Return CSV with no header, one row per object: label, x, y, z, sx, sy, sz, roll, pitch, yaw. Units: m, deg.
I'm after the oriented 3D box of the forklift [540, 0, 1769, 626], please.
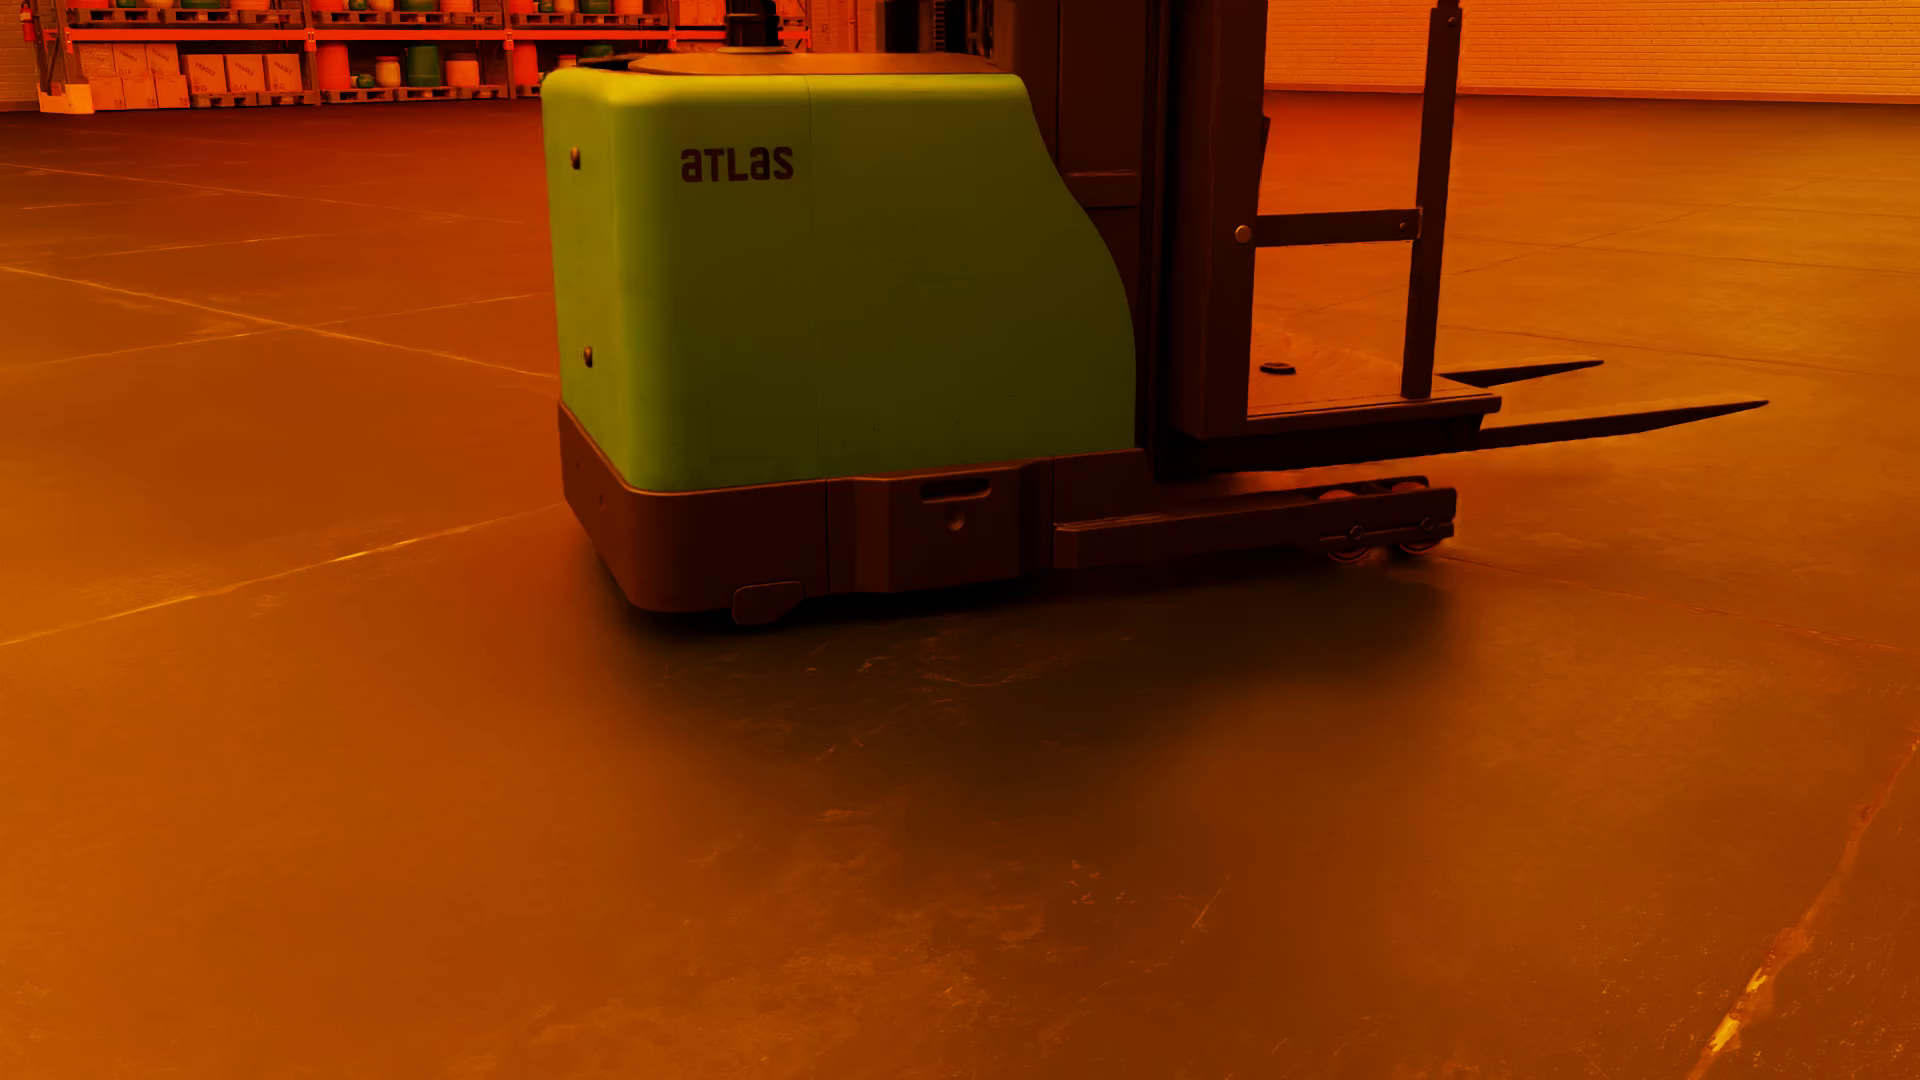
forklift,0.603,-1.484,3.785,3.031,2.935,1.130,-7,18,-21
